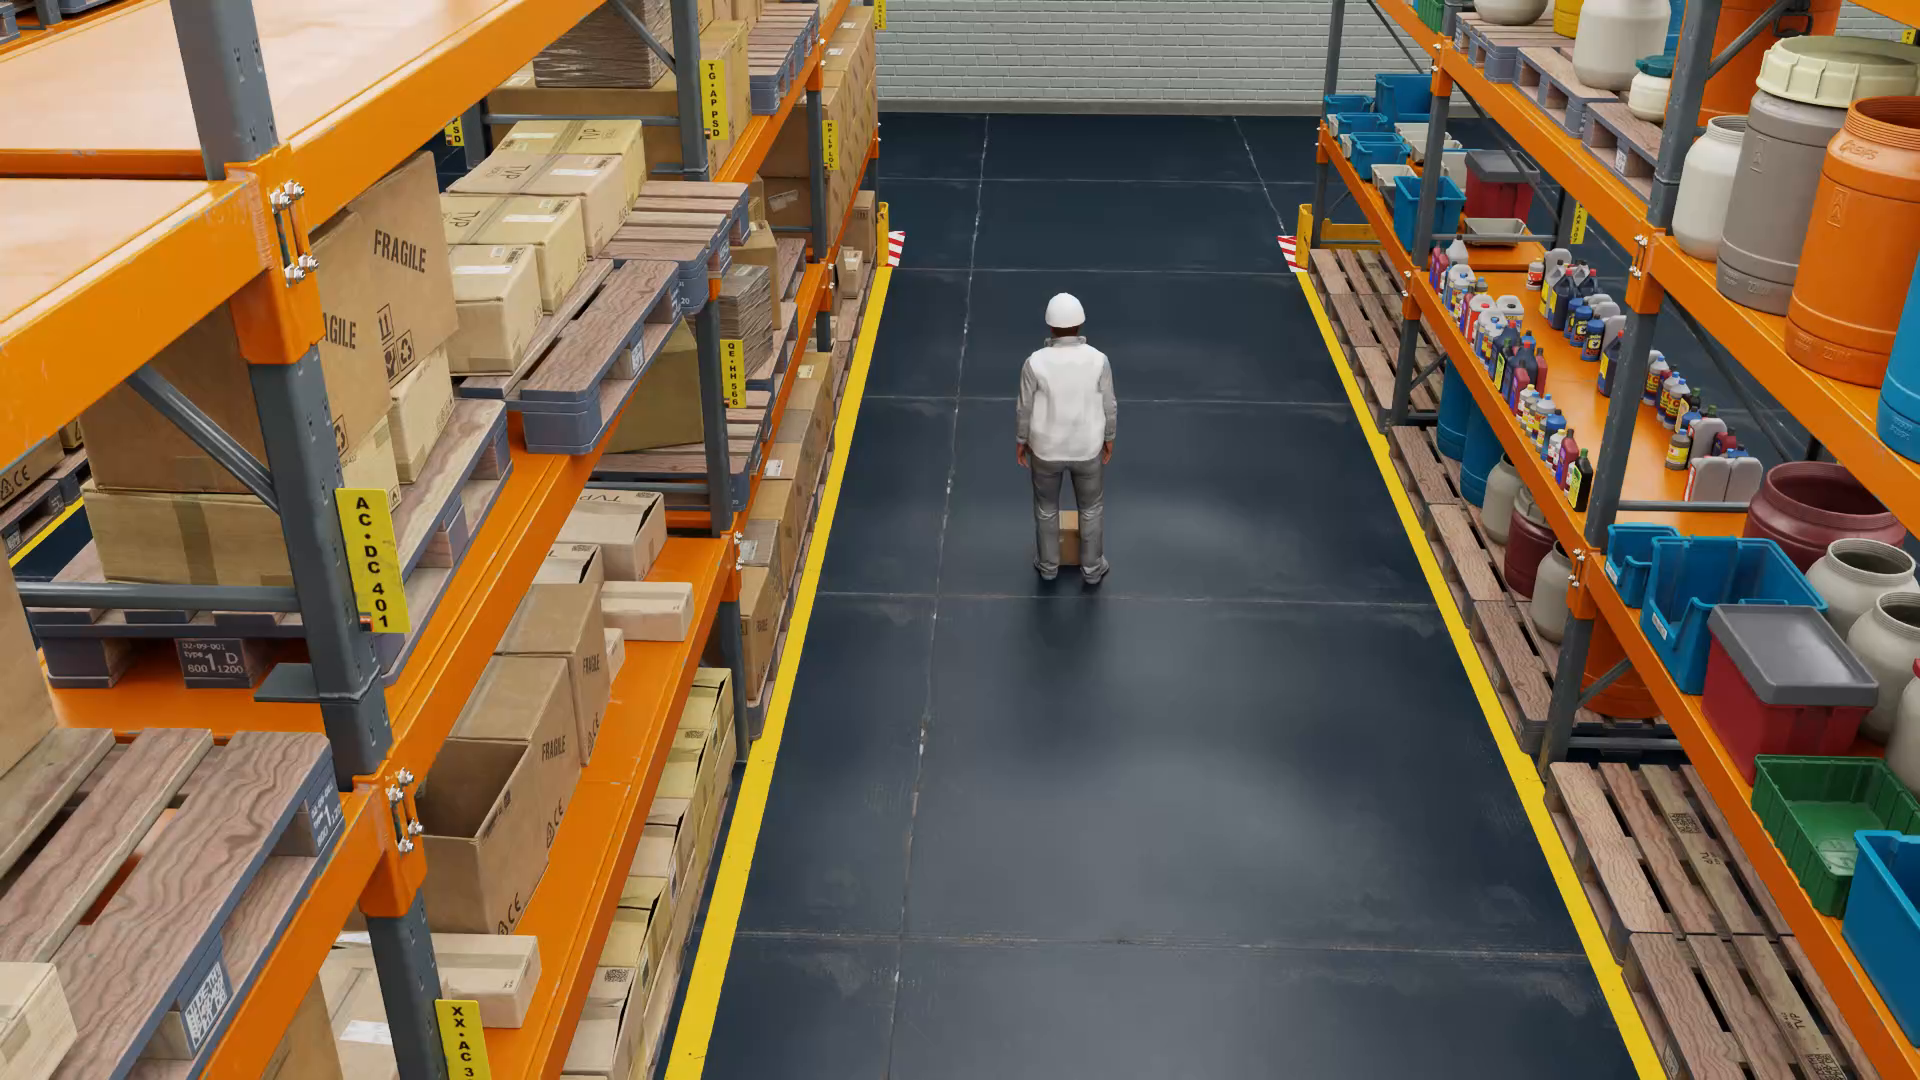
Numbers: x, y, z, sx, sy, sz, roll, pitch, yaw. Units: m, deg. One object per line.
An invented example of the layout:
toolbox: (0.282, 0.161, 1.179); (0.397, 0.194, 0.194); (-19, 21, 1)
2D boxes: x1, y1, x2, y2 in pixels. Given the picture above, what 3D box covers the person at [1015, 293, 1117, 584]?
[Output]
person: (0.614, -0.567, 9.669); (0.594, 1.772, 0.471); (-1, 28, -1)
